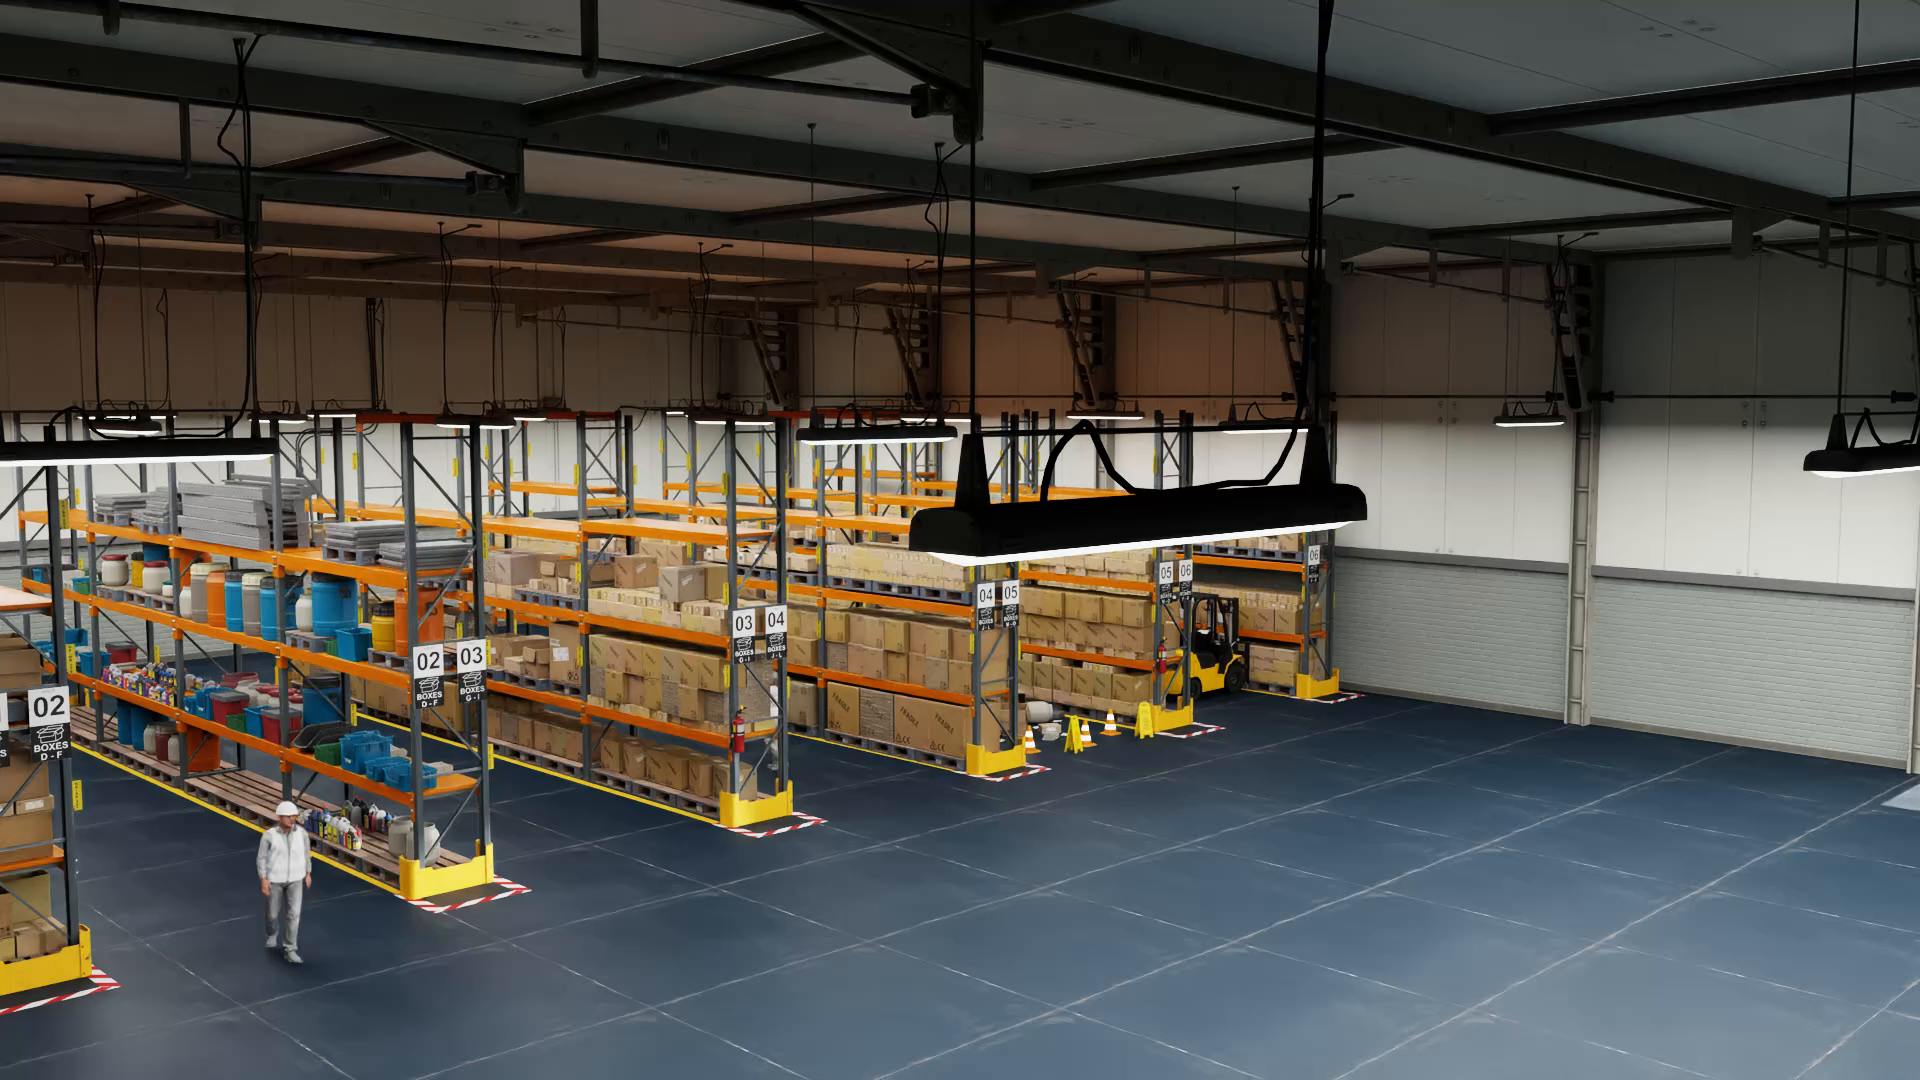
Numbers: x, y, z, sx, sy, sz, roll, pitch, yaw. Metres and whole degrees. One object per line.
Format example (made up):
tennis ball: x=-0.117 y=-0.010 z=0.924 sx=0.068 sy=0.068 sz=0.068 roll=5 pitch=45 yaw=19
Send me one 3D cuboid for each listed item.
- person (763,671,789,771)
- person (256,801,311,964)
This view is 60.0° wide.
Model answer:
person: x=-3.102 y=3.067 z=28.103 sx=0.537 sy=1.660 sz=0.653 roll=-5 pitch=7 yaw=-44
person: x=-7.615 y=3.834 z=18.804 sx=0.619 sy=1.750 sz=0.832 roll=-4 pitch=6 yaw=-39
